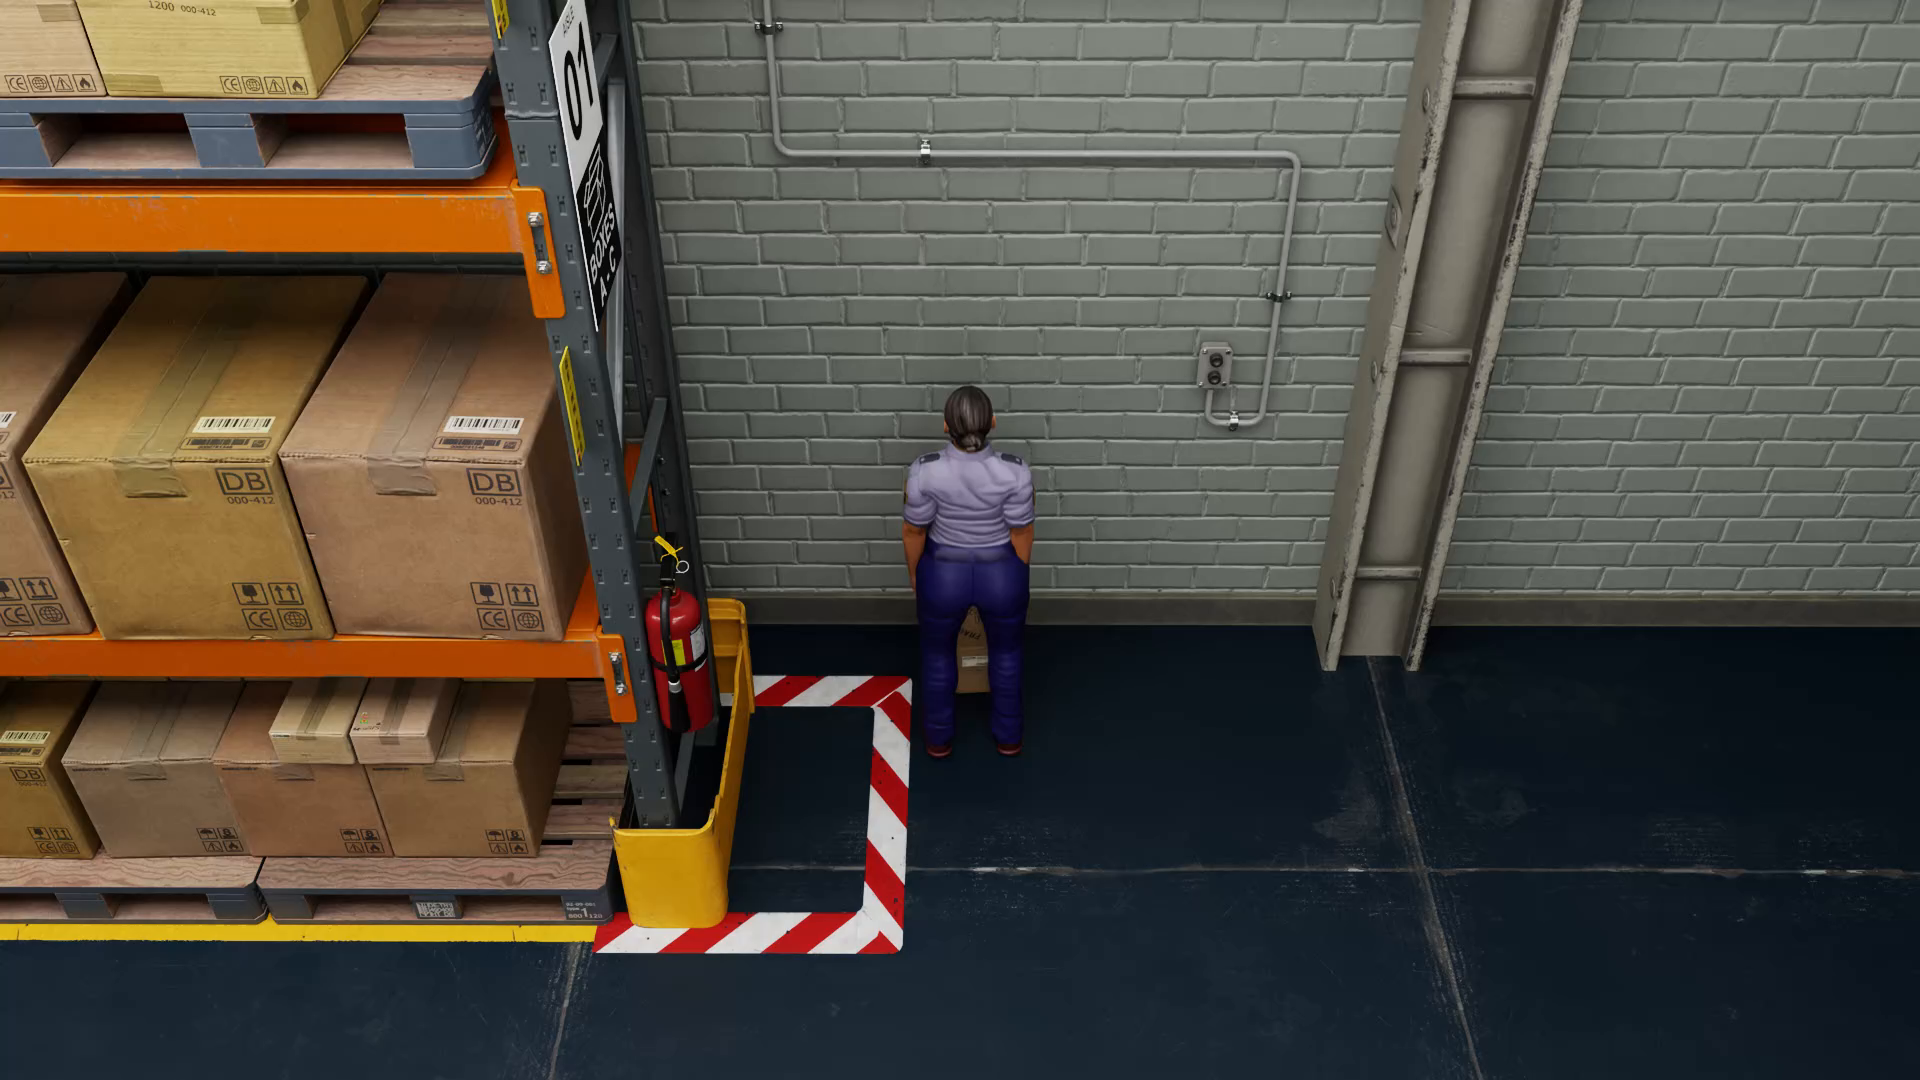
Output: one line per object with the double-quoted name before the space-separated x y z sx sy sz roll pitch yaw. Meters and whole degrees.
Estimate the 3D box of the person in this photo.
"person" 0.027 0.125 6.022 0.467 1.646 0.343 0 40 -1
